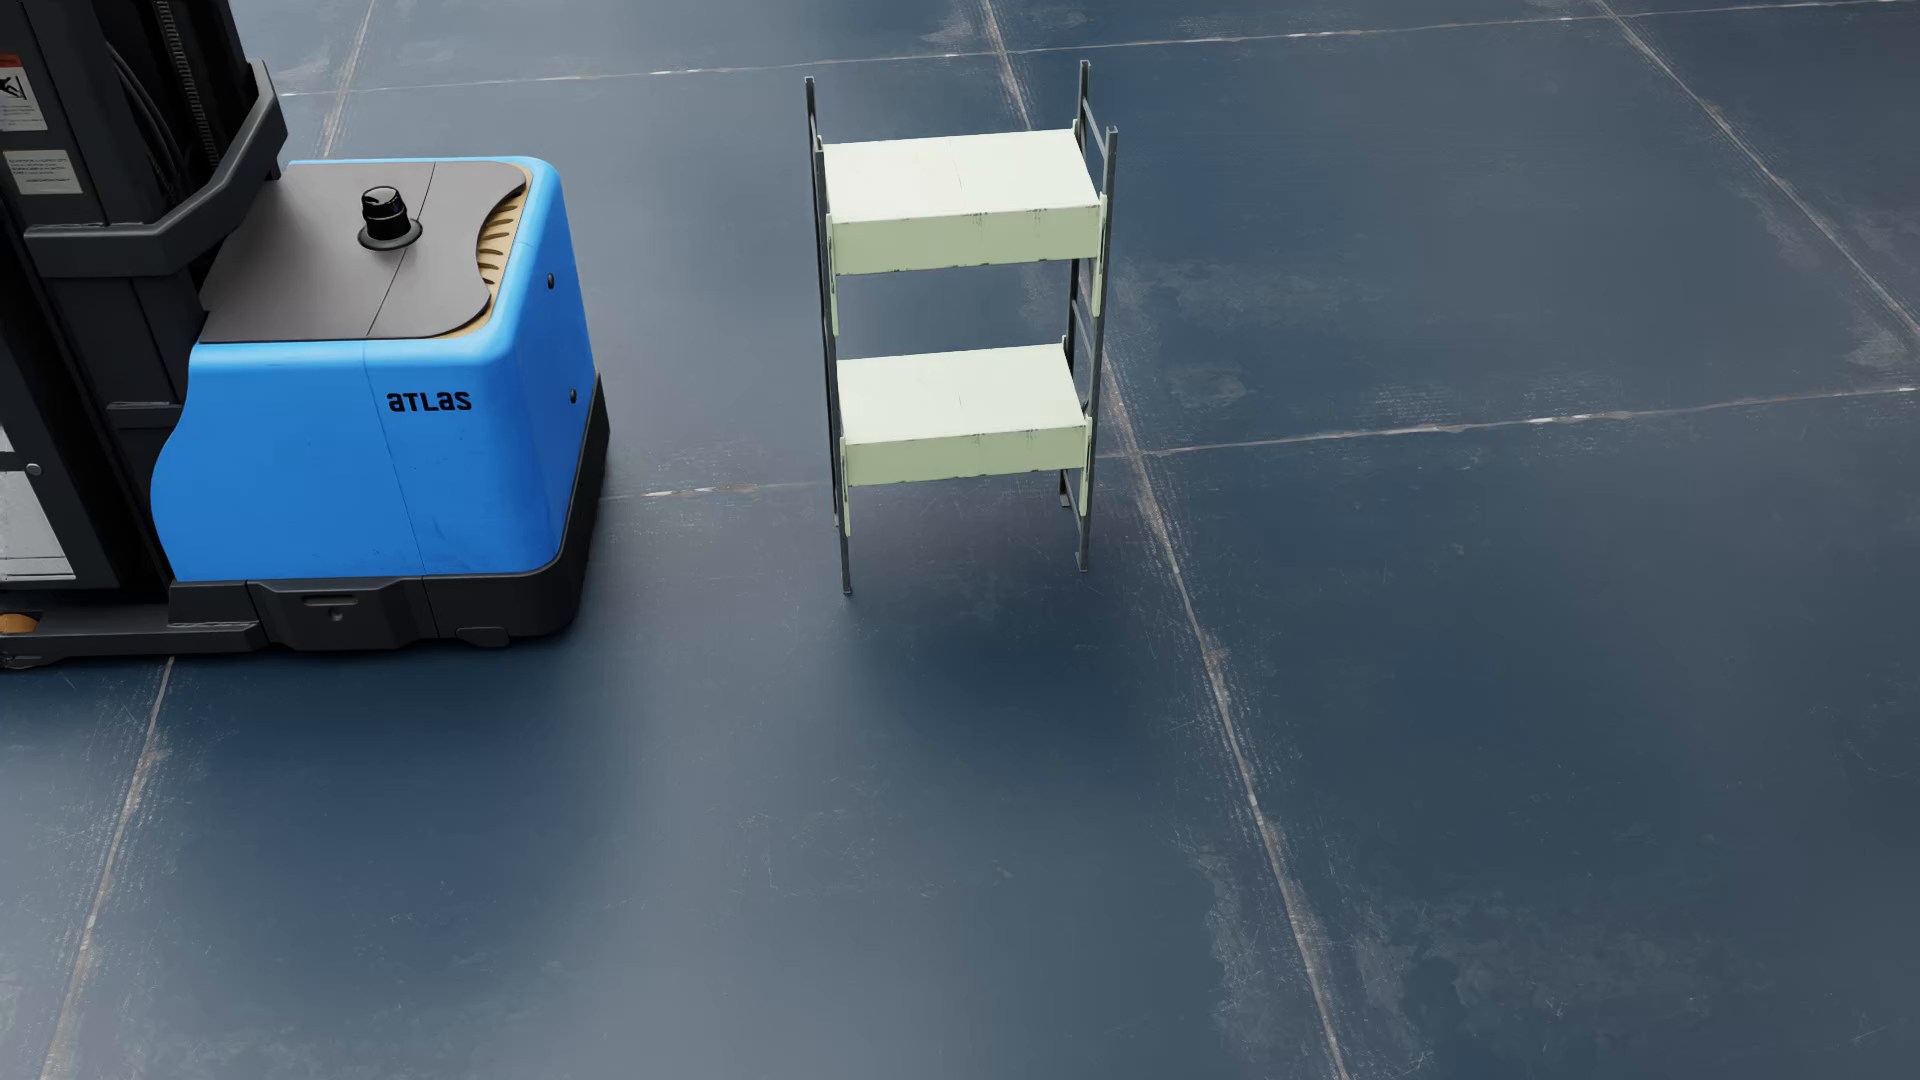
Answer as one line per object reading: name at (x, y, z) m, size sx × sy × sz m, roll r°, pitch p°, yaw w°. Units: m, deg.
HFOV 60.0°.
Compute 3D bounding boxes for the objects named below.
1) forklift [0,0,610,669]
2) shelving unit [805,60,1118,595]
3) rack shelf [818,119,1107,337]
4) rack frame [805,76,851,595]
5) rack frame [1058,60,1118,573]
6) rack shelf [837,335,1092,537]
forklift at (-2.664, -1.071, 4.249) m, size 3.031 × 2.935 × 1.130 m, roll -1°, pitch 42°, yaw -2°
shelving unit at (-0.007, -0.556, 4.747) m, size 0.755 × 1.500 × 0.431 m, roll -5°, pitch 42°, yaw -6°
rack shelf at (-0.007, -0.846, 4.486) m, size 0.720 × 0.370 × 0.431 m, roll -5°, pitch 42°, yaw -6°
rack frame at (-0.370, -0.525, 4.712) m, size 0.023 × 1.500 × 0.400 m, roll -5°, pitch 42°, yaw -6°
rack frame at (0.356, -0.588, 4.782) m, size 0.023 × 1.500 × 0.400 m, roll -5°, pitch 42°, yaw -6°
rack shelf at (-0.007, -0.314, 4.965) m, size 0.720 × 0.370 × 0.431 m, roll -5°, pitch 42°, yaw -6°
